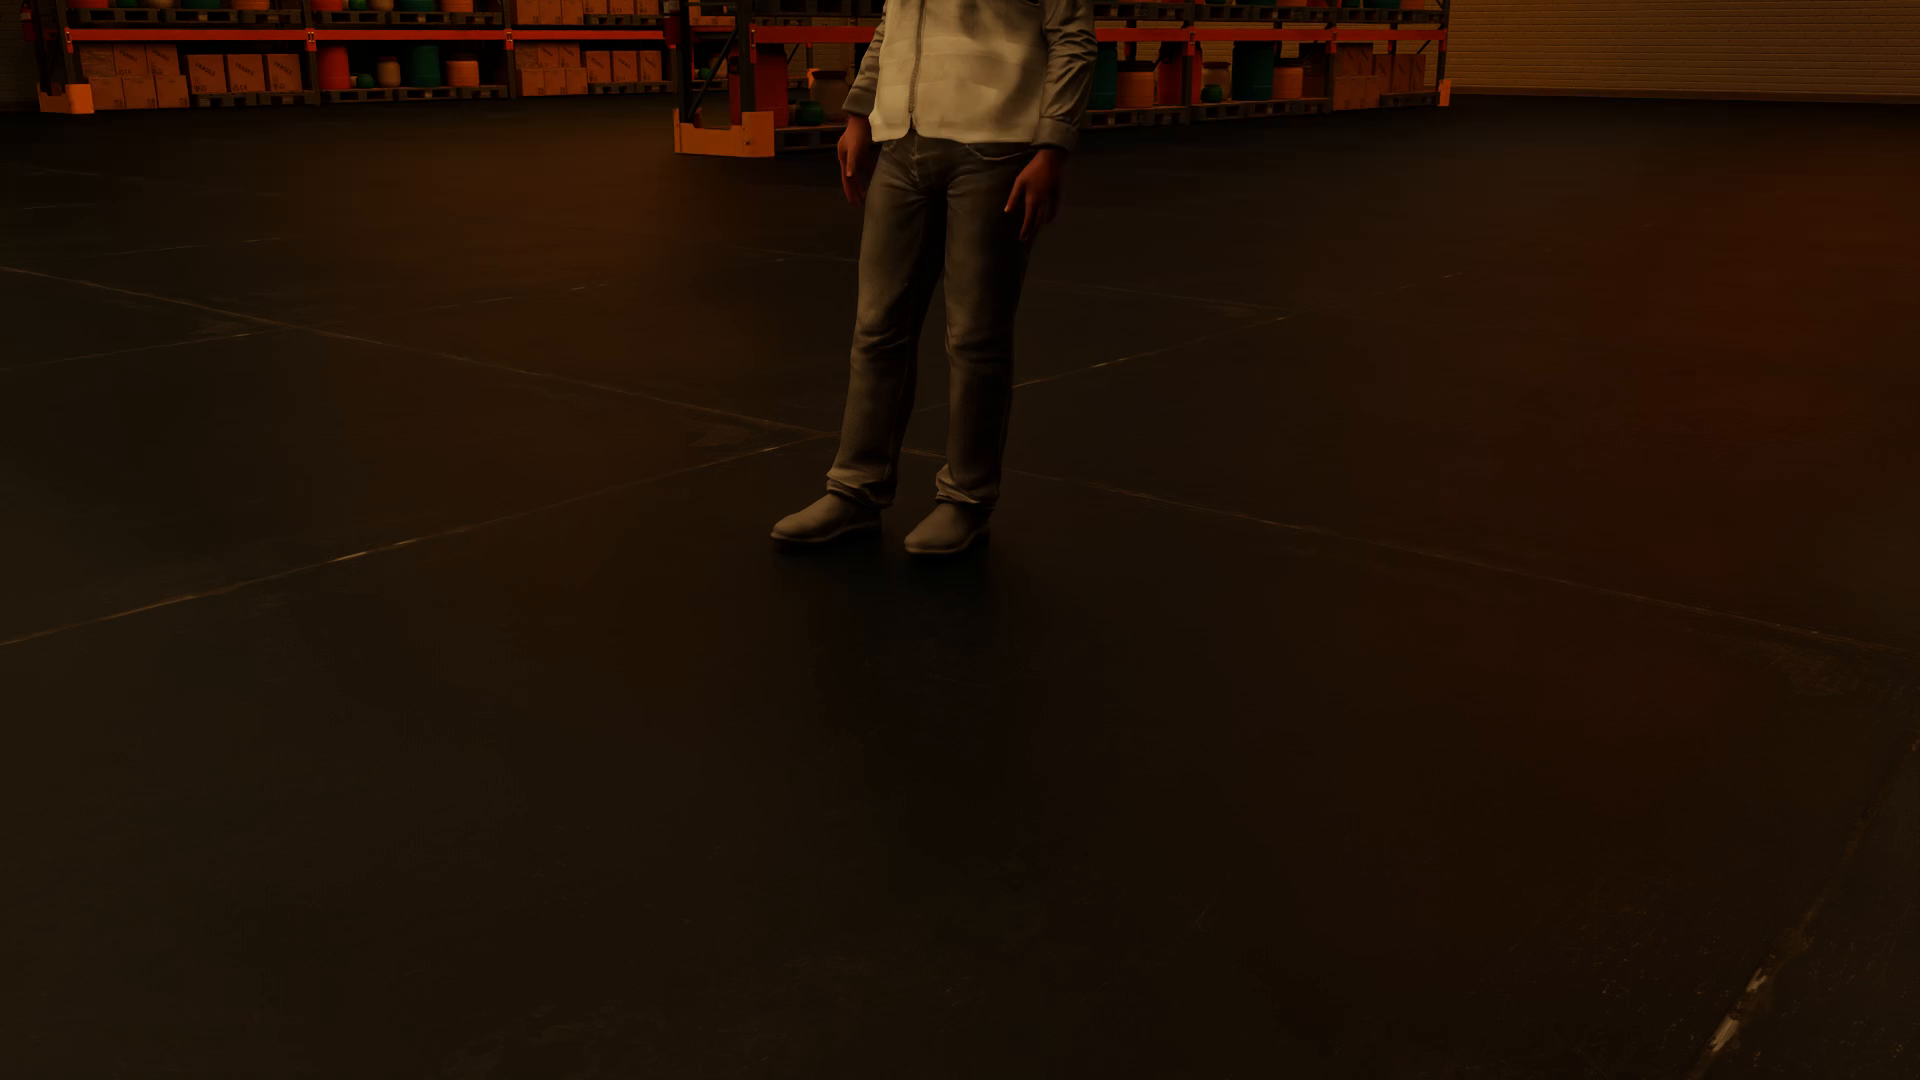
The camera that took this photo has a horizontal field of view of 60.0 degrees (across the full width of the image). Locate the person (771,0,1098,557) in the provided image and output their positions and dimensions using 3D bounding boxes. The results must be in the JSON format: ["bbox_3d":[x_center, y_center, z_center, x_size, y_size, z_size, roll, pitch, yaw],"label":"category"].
[{"bbox_3d":[-0.046,-0.844,3.641,0.632,1.773,0.568,13,21,37],"label":"person"}]
